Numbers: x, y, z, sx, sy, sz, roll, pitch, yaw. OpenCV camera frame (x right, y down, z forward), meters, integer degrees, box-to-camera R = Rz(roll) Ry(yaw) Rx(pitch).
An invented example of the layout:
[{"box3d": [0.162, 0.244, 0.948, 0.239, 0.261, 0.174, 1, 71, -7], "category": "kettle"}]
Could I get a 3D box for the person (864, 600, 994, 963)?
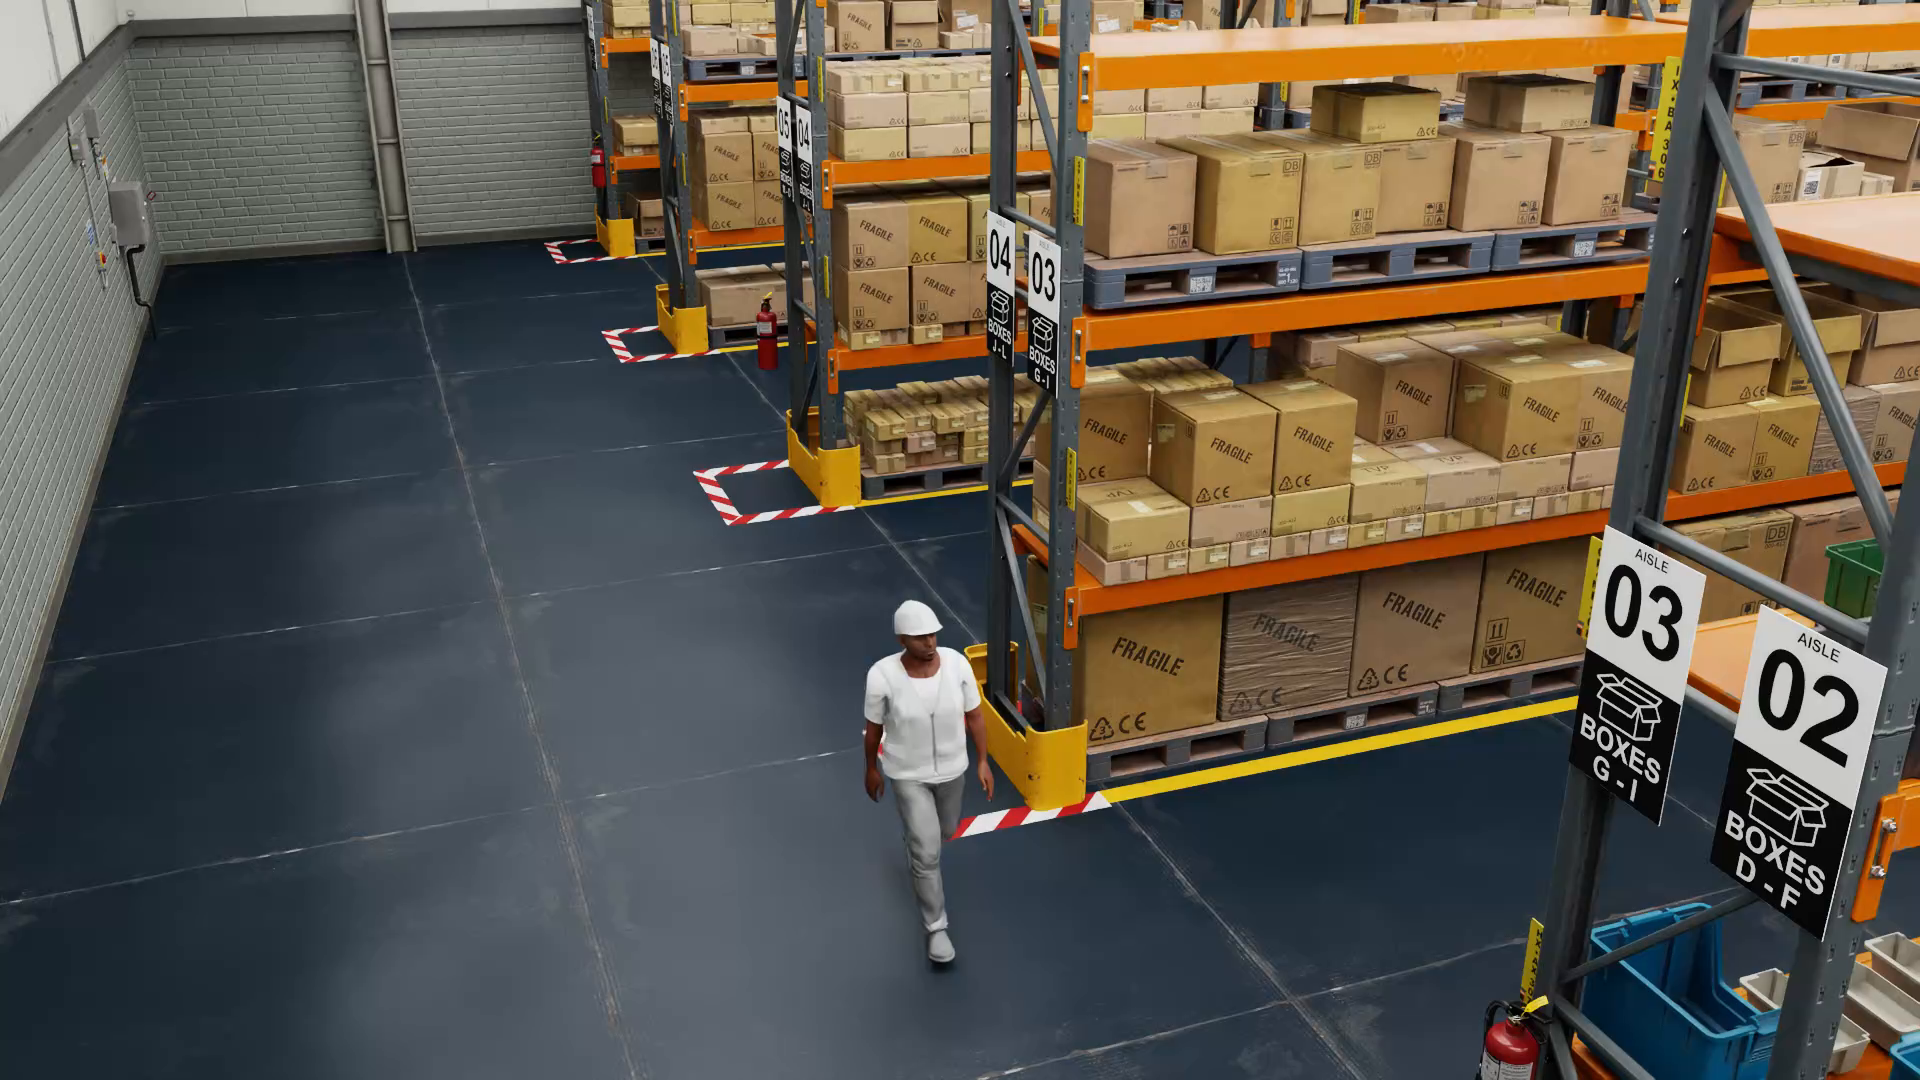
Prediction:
[{"box3d": [-0.153, 1.098, 8.151, 0.579, 1.729, 0.986, -9, 24, -21], "category": "person"}]
